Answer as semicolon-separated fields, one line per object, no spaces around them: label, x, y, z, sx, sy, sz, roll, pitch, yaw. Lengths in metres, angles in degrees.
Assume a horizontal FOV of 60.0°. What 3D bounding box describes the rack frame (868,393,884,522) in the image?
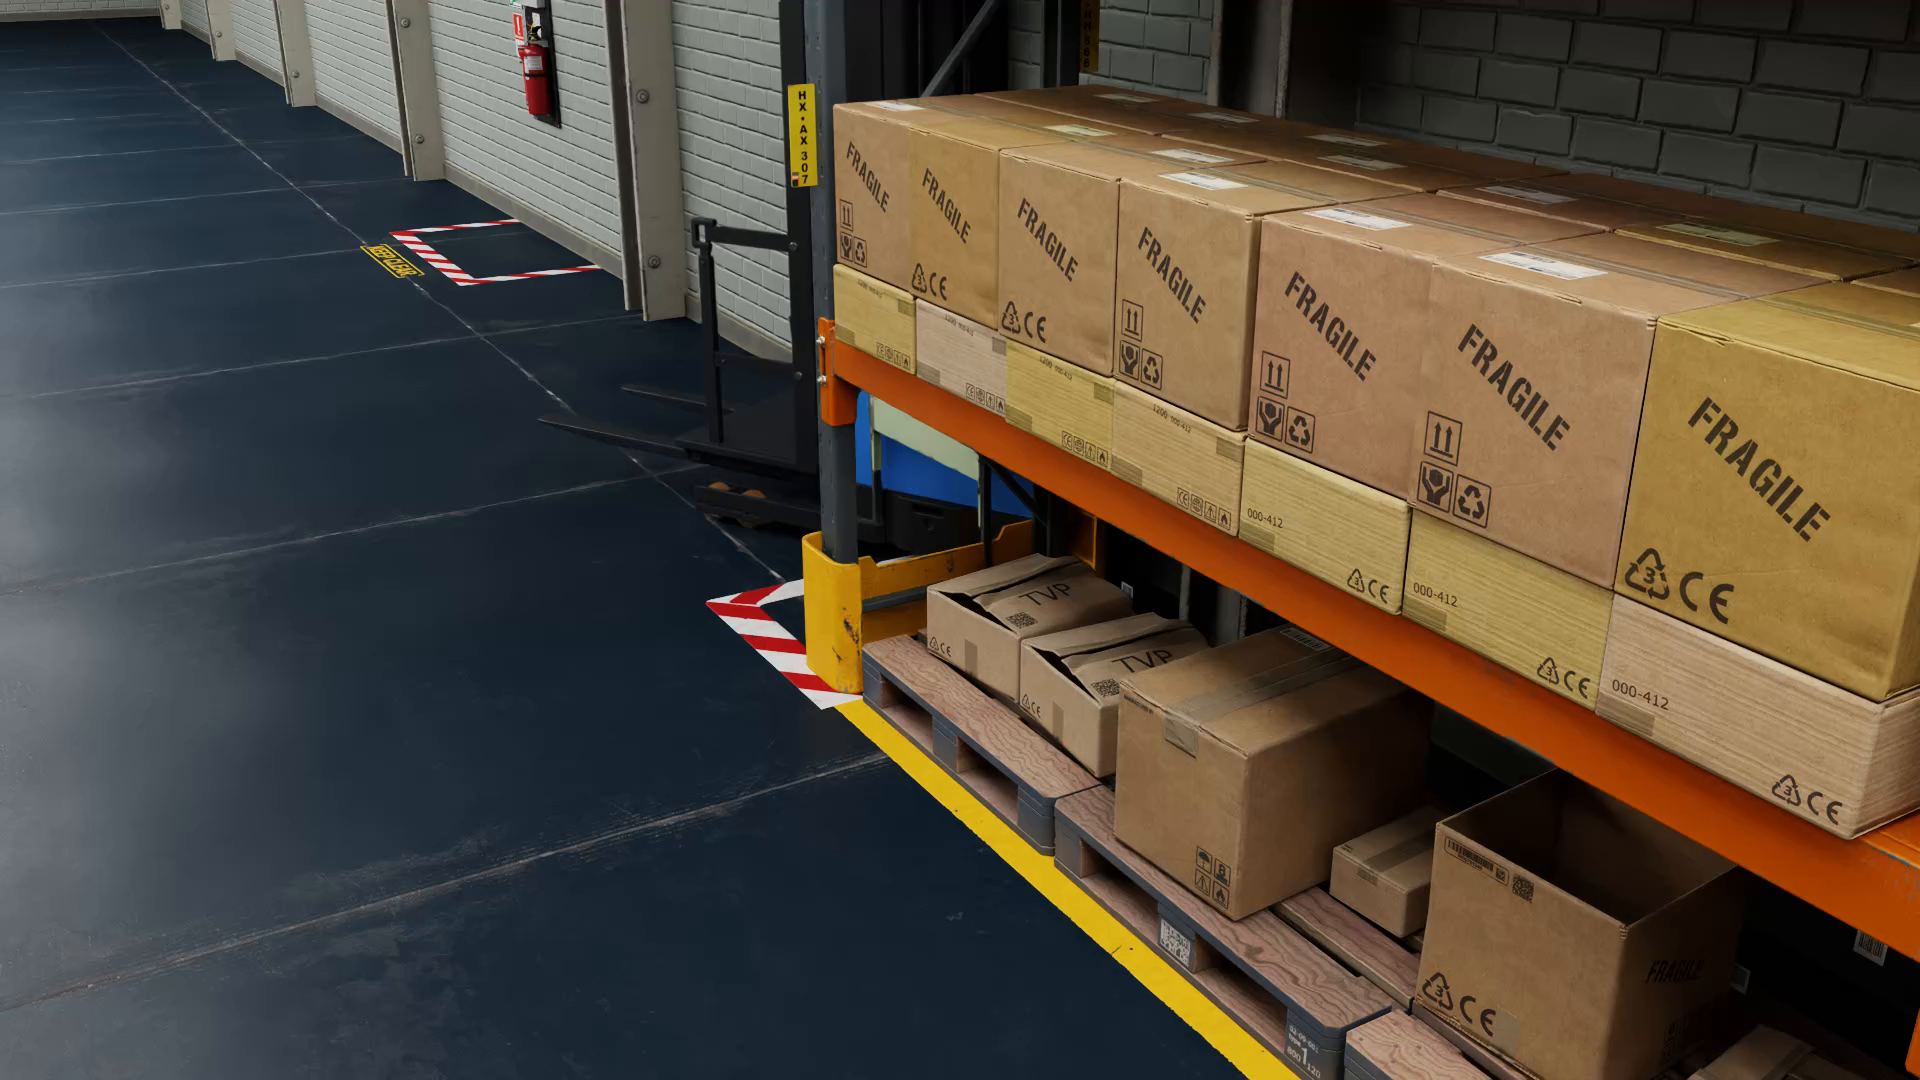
rack frame;-0.213;-0.808;6.820;0.400;1.500;0.023;-19;31;-34

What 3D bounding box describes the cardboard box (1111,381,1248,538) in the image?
cardboard box;0.723;-0.246;4.106;0.500;0.250;0.500;-12;25;-28

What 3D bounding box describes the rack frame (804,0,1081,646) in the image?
rack frame;-0.042;-1.021;5.840;1.000;3.000;0.127;-13;25;-28

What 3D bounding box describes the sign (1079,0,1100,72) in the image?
sign;0.445;-1.804;5.809;0.100;0.325;0.005;-13;25;-28

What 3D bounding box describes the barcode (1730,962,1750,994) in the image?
barcode;1.825;1.025;3.914;0.001;0.075;0.075;-13;25;-28

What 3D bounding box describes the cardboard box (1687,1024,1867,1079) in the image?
cardboard box;1.702;1.215;3.517;0.380;0.166;0.250;-17;27;-35

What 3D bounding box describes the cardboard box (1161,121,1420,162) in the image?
cardboard box;0.898;-0.865;4.633;0.500;0.500;0.500;-13;26;-30

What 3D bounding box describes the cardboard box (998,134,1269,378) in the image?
cardboard box;0.446;-0.765;4.388;0.500;0.500;0.500;-14;26;-30

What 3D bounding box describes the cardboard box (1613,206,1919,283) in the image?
cardboard box;1.679;-0.374;3.424;0.500;0.500;0.500;-13;25;-29

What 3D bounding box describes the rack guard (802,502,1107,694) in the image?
rack guard;-0.003;0.162;6.250;1.175;0.500;0.348;-13;25;-28

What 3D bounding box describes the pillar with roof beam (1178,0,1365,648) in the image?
pillar with roof beam;-2.642;-2.912;2.525;9.100;9.000;0.400;-13;25;-28

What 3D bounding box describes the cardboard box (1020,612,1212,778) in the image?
cardboard box;0.525;0.447;5.216;0.500;0.311;0.500;-10;24;-24

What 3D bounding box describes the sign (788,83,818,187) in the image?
sign;-0.509;-1.318;5.420;0.100;0.325;0.005;-13;25;-28

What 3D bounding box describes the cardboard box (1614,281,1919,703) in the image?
cardboard box;1.494;-0.107;2.768;0.500;0.500;0.500;-13;25;-28

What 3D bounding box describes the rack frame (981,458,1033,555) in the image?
rack frame;0.239;-0.563;6.299;0.400;1.500;0.023;-19;31;-34

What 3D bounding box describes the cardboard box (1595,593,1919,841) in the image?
cardboard box;1.498;0.239;2.912;0.500;0.250;0.500;-13;25;-28

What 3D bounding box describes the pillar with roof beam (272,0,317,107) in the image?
pillar with roof beam;-11.837;-8.739;16.860;9.100;9.000;0.400;-13;25;-28

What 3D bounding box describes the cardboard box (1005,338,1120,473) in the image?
cardboard box;0.467;-0.410;4.510;0.500;0.250;0.500;-13;26;-29

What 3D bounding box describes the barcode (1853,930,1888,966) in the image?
barcode;1.931;0.859;3.525;0.001;0.075;0.075;-13;25;-28

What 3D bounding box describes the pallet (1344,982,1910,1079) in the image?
pallet;1.627;1.355;3.697;1.003;0.211;1.213;-13;25;-28

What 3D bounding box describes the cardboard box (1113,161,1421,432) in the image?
cardboard box;0.719;-0.601;3.982;0.500;0.500;0.500;-12;25;-27

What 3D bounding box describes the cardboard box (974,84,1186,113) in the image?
cardboard box;0.381;-1.196;5.448;0.500;0.500;0.500;-13;25;-29

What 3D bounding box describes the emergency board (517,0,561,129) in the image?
emergency board;-3.236;-3.710;12.456;0.194;1.169;0.643;-13;25;-28

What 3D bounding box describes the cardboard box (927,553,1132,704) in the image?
cardboard box;0.234;0.262;5.670;0.500;0.311;0.500;-16;27;-34

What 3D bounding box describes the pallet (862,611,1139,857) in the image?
pallet;0.381;0.565;5.641;1.003;0.211;1.213;-13;25;-28

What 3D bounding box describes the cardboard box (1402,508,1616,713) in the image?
cardboard box;1.251;0.076;3.313;0.500;0.250;0.500;-12;25;-28

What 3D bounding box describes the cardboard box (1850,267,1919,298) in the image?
cardboard box;1.940;-0.206;3.010;0.500;0.500;0.500;-13;26;-29

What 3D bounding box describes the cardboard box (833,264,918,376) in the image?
cardboard box;-0.066;-0.742;5.325;0.500;0.250;0.500;-13;26;-30

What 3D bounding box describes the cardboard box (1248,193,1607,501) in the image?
cardboard box;0.986;-0.432;3.568;0.500;0.500;0.500;-13;26;-30

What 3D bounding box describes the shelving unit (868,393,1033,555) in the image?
shelving unit;0.013;-0.686;6.559;0.431;1.500;0.755;-19;31;-34

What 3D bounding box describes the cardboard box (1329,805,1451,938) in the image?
cardboard box;1.201;0.869;4.391;0.380;0.149;0.250;-15;26;-32

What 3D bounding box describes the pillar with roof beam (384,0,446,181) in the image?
pillar with roof beam;-8.772;-6.796;12.082;9.100;9.000;0.400;-13;25;-28

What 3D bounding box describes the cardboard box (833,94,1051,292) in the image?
cardboard box;-0.057;-1.096;5.201;0.500;0.500;0.500;-13;25;-28

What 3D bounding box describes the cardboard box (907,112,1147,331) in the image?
cardboard box;0.187;-0.934;4.802;0.500;0.500;0.500;-13;25;-28

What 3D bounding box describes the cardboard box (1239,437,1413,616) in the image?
cardboard box;0.981;-0.084;3.706;0.500;0.250;0.500;-13;25;-29

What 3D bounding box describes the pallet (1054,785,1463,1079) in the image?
pallet;1.000;0.960;4.670;1.003;0.211;1.213;-13;25;-28

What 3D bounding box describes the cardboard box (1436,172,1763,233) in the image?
cardboard box;1.430;-0.536;3.824;0.500;0.500;0.500;-12;25;-27

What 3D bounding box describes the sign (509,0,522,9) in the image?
sign;-3.435;-4.168;12.831;0.001;0.109;0.331;-13;25;-28

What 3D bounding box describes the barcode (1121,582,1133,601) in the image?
barcode;0.587;0.187;5.843;0.001;0.075;0.075;-13;25;-28

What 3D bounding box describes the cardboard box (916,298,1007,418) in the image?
cardboard box;0.212;-0.576;4.919;0.500;0.250;0.500;-13;26;-30

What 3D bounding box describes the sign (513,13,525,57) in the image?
sign;-3.429;-3.926;12.939;0.001;0.329;0.234;-13;25;-28

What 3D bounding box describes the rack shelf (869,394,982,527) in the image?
rack shelf;0.017;-0.392;6.701;0.431;0.370;0.720;-19;31;-34

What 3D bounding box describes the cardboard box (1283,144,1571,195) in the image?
cardboard box;1.155;-0.702;4.232;0.500;0.500;0.500;-12;25;-28

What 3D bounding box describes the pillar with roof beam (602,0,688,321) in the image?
pillar with roof beam;-5.707;-4.854;7.303;9.100;9.000;0.400;-13;25;-28

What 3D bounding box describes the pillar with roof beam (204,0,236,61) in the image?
pillar with roof beam;-14.902;-10.681;21.639;9.100;9.000;0.400;-13;25;-28

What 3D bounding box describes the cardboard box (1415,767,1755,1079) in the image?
cardboard box;1.436;0.900;3.850;0.500;0.500;0.500;-15;26;-32

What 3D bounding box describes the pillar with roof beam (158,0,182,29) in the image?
pillar with roof beam;-17.967;-12.623;26.417;9.100;9.000;0.400;-13;25;-28

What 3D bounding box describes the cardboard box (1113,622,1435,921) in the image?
cardboard box;0.857;0.606;4.572;0.700;0.500;0.500;-14;26;-32

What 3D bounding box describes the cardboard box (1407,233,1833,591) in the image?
cardboard box;1.234;-0.267;3.162;0.500;0.500;0.500;-13;25;-29

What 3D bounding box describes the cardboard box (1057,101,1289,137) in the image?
cardboard box;0.630;-1.032;5.043;0.500;0.500;0.500;-12;25;-28

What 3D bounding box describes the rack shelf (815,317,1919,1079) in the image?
rack shelf;0.979;-0.040;4.382;1.077;0.370;4.000;-13;25;-28

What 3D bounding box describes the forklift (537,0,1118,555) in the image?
forklift;-0.609;-1.572;7.286;3.031;2.935;1.130;12;25;28
